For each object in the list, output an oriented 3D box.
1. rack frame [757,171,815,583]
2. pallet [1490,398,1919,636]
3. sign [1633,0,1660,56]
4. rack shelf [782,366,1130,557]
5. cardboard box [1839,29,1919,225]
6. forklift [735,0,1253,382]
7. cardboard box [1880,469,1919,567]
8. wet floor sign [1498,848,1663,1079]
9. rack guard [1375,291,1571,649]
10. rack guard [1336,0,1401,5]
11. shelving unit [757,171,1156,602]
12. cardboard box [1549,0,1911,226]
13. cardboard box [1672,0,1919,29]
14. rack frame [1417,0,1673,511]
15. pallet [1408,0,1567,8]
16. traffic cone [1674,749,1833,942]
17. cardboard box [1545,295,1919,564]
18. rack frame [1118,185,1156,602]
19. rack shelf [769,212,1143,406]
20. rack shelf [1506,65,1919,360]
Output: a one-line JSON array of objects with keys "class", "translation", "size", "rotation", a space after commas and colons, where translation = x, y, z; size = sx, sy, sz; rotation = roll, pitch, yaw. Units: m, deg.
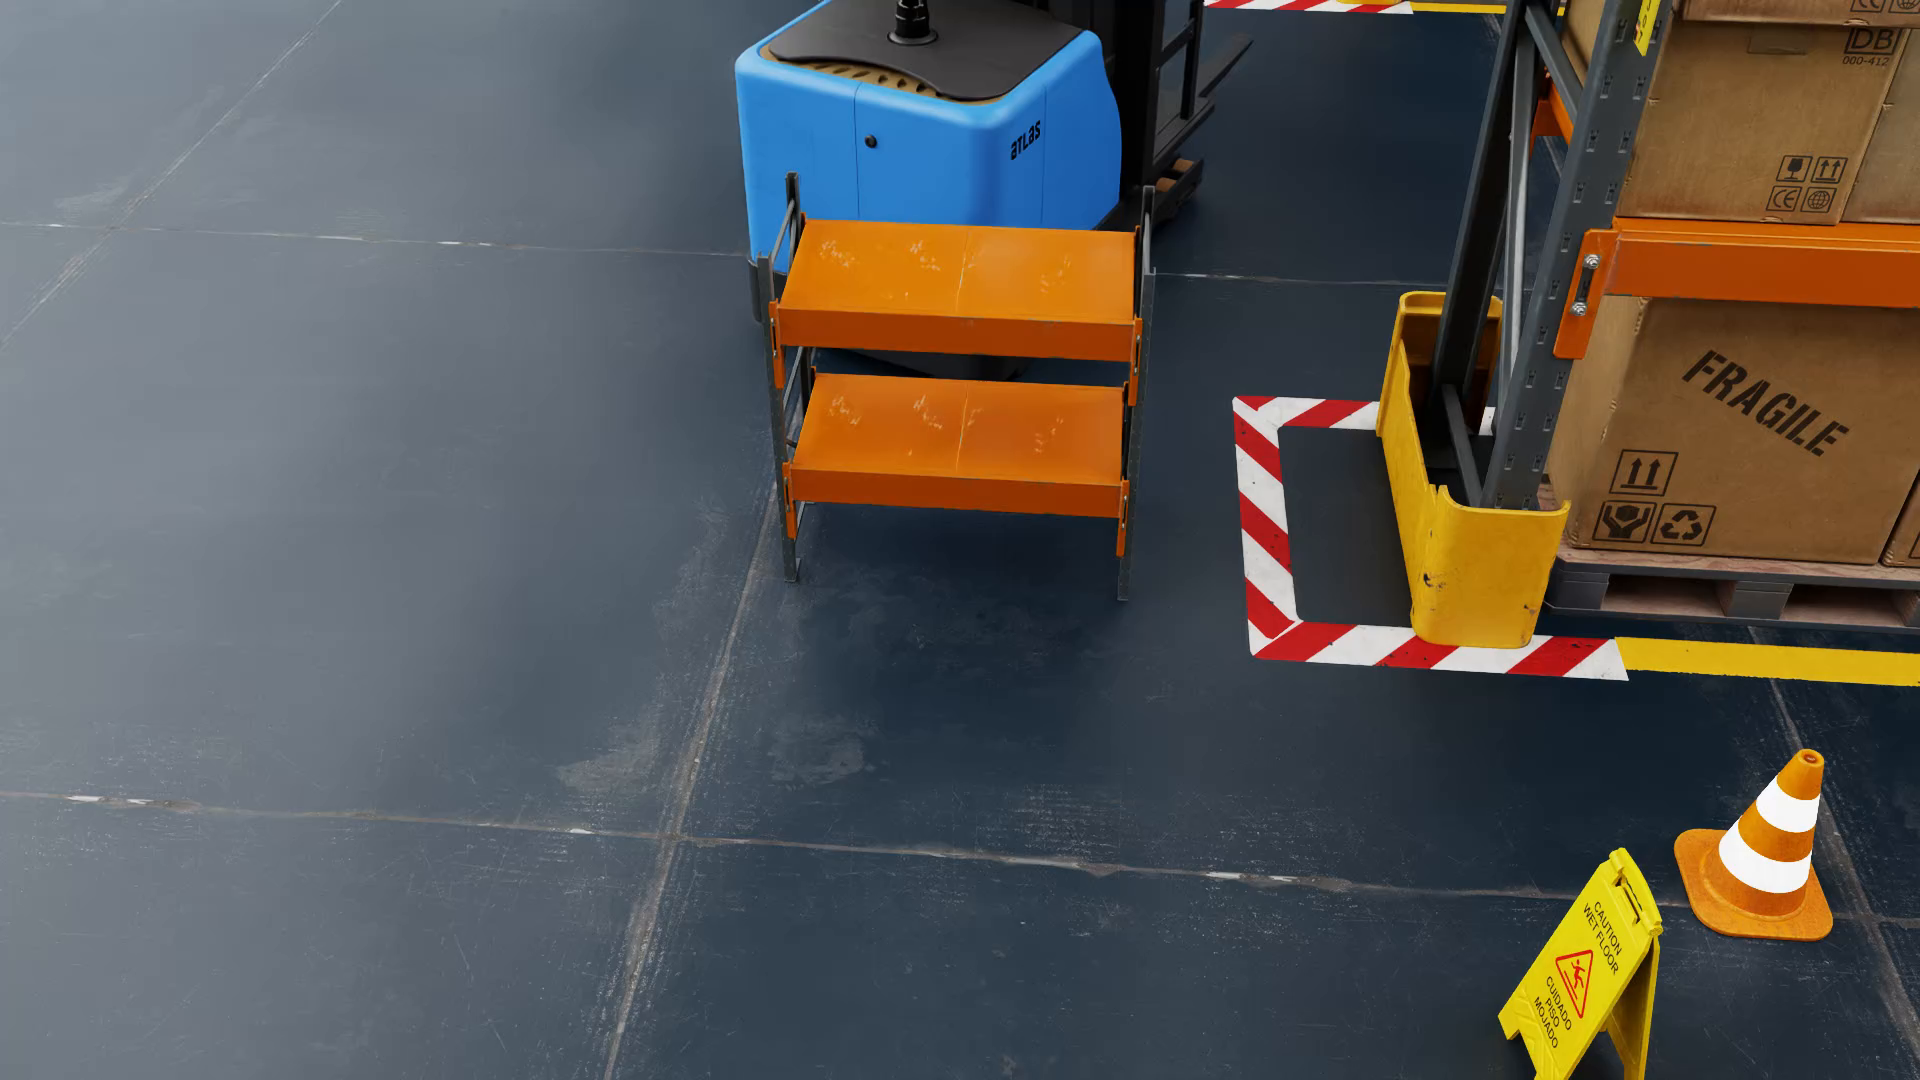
[{"class": "rack frame", "translation": [-0.500, -0.464, 4.928], "size": [0.032, 1.125, 0.500], "rotation": [3, 39, 4]}, {"class": "pallet", "translation": [2.386, -0.141, 5.256], "size": [1.213, 0.211, 1.003], "rotation": [3, 39, 4]}, {"class": "sign", "translation": [1.529, -1.235, 3.642], "size": [0.005, 0.325, 0.100], "rotation": [3, 39, 4]}, {"class": "rack shelf", "translation": [0.007, -0.246, 5.049], "size": [1.000, 0.278, 0.538], "rotation": [3, 39, 4]}, {"class": "cardboard box", "translation": [2.506, -1.267, 4.312], "size": [0.550, 0.550, 0.875], "rotation": [3, 39, 4]}, {"class": "forklift", "translation": [0.368, -2.587, 6.106], "size": [1.130, 2.935, 3.031], "rotation": [19, 43, 21]}, {"class": "cardboard box", "translation": [3.141, -0.514, 4.855], "size": [0.875, 0.875, 0.875], "rotation": [3, 39, 3]}, {"class": "wet floor sign", "translation": [1.383, 0.940, 3.584], "size": [0.232, 0.644, 0.267], "rotation": [-3, 39, -4]}, {"class": "rack guard", "translation": [1.559, -0.249, 5.159], "size": [0.348, 0.500, 1.175], "rotation": [3, 39, 4]}, {"class": "rack guard", "translation": [2.187, -3.357, 8.978], "size": [0.348, 0.500, 1.175], "rotation": [3, 39, 4]}, {"class": "shelving unit", "translation": [0.007, -0.436, 4.894], "size": [1.048, 1.125, 0.538], "rotation": [3, 39, 4]}, {"class": "cardboard box", "translation": [1.956, -1.283, 4.332], "size": [0.550, 0.550, 0.875], "rotation": [3, 39, 4]}, {"class": "cardboard box", "translation": [1.949, -1.649, 3.926], "size": [0.550, 0.550, 0.875], "rotation": [3, 39, 4]}, {"class": "rack frame", "translation": [1.583, -1.217, 4.369], "size": [0.127, 3.000, 1.000], "rotation": [3, 39, 4]}, {"class": "pallet", "translation": [2.993, -3.179, 8.988], "size": [1.213, 0.211, 1.003], "rotation": [3, 39, 4]}, {"class": "traffic cone", "translation": [1.989, 0.689, 4.037], "size": [0.334, 0.463, 0.336], "rotation": [3, 39, 4]}, {"class": "cardboard box", "translation": [2.264, -0.560, 4.913], "size": [0.875, 0.875, 0.875], "rotation": [3, 39, 4]}, {"class": "rack frame", "translation": [0.513, -0.408, 4.860], "size": [0.032, 1.125, 0.500], "rotation": [3, 39, 4]}, {"class": "rack shelf", "translation": [0.007, -0.663, 4.710], "size": [1.000, 0.278, 0.538], "rotation": [3, 39, 4]}, {"class": "rack shelf", "translation": [3.575, -0.829, 4.462], "size": [4.000, 0.370, 1.077], "rotation": [3, 39, 4]}]
